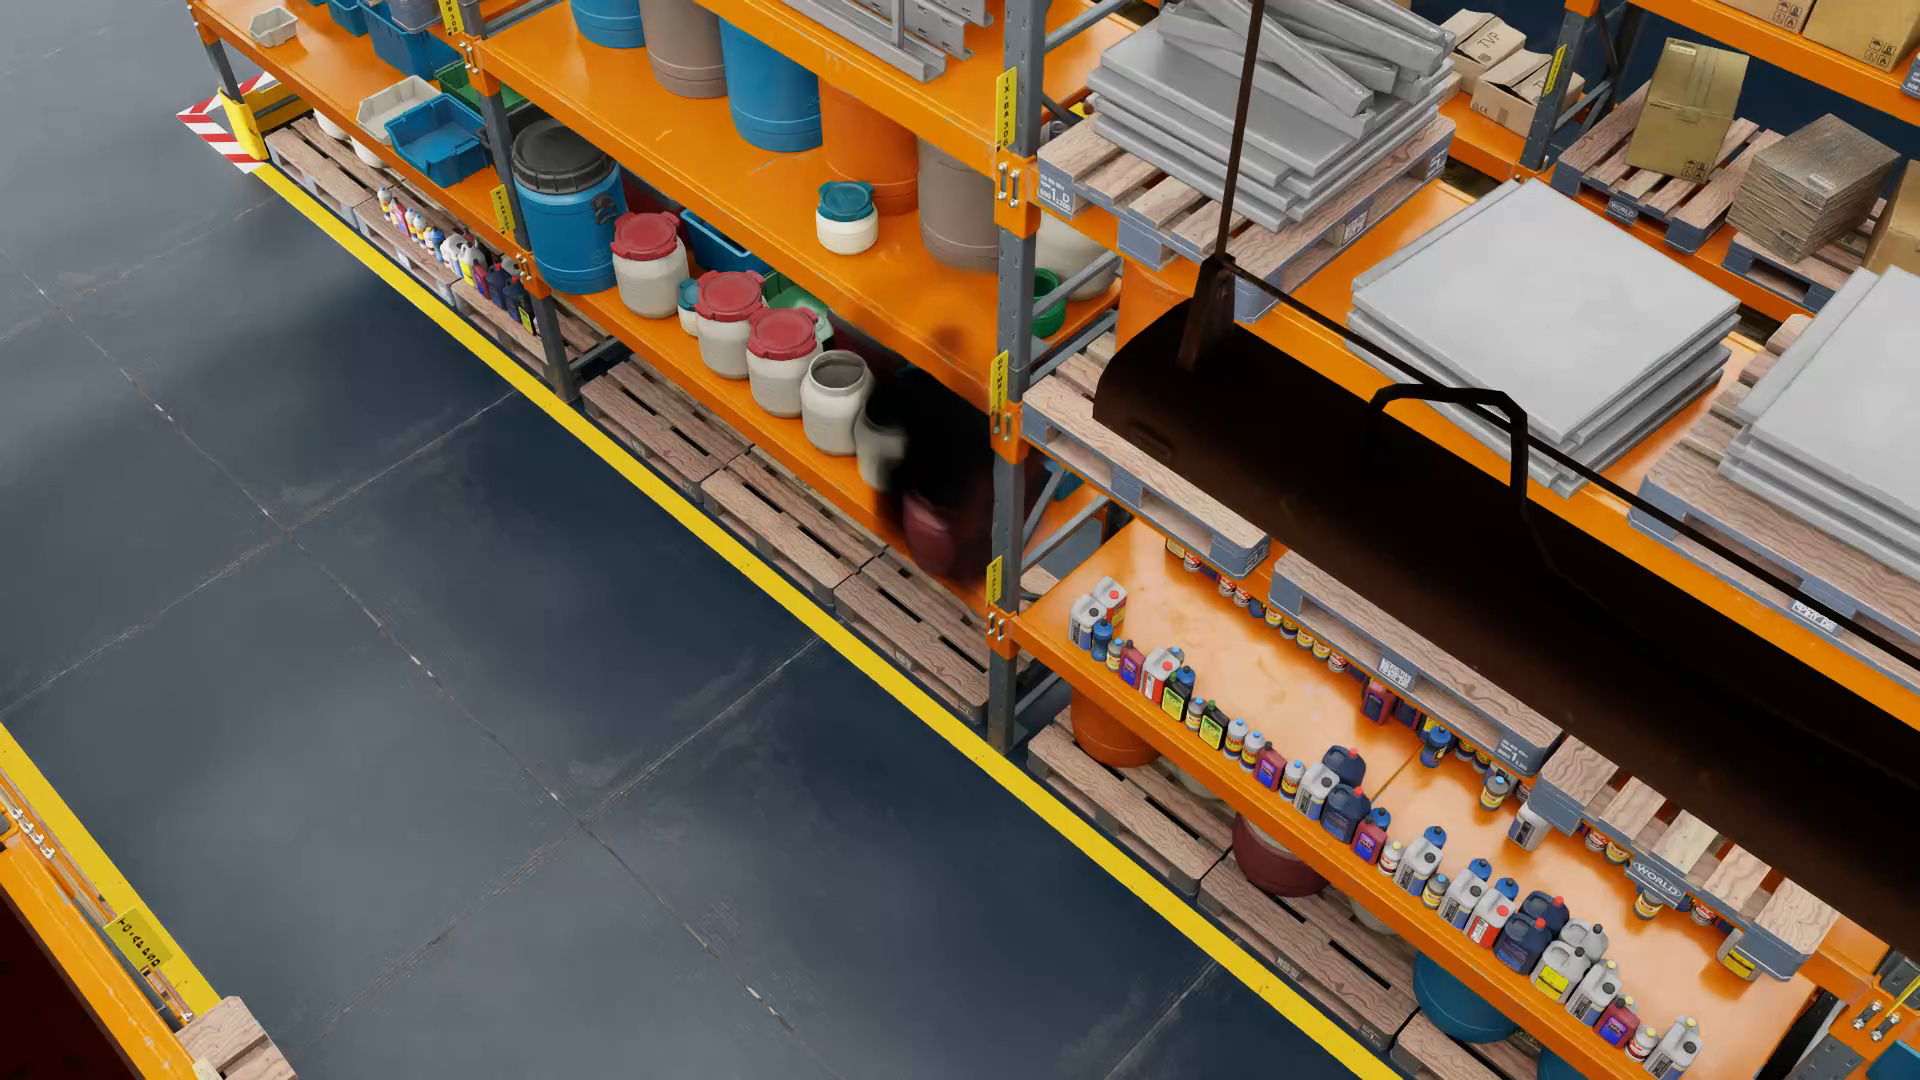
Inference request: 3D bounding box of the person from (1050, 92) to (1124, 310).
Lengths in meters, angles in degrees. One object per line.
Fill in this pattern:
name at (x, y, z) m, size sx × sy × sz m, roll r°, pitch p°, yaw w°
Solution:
person at (0.812, -2.164, 10.685) m, size 0.710 × 1.892 × 0.654 m, roll 28°, pitch 55°, yaw 21°
